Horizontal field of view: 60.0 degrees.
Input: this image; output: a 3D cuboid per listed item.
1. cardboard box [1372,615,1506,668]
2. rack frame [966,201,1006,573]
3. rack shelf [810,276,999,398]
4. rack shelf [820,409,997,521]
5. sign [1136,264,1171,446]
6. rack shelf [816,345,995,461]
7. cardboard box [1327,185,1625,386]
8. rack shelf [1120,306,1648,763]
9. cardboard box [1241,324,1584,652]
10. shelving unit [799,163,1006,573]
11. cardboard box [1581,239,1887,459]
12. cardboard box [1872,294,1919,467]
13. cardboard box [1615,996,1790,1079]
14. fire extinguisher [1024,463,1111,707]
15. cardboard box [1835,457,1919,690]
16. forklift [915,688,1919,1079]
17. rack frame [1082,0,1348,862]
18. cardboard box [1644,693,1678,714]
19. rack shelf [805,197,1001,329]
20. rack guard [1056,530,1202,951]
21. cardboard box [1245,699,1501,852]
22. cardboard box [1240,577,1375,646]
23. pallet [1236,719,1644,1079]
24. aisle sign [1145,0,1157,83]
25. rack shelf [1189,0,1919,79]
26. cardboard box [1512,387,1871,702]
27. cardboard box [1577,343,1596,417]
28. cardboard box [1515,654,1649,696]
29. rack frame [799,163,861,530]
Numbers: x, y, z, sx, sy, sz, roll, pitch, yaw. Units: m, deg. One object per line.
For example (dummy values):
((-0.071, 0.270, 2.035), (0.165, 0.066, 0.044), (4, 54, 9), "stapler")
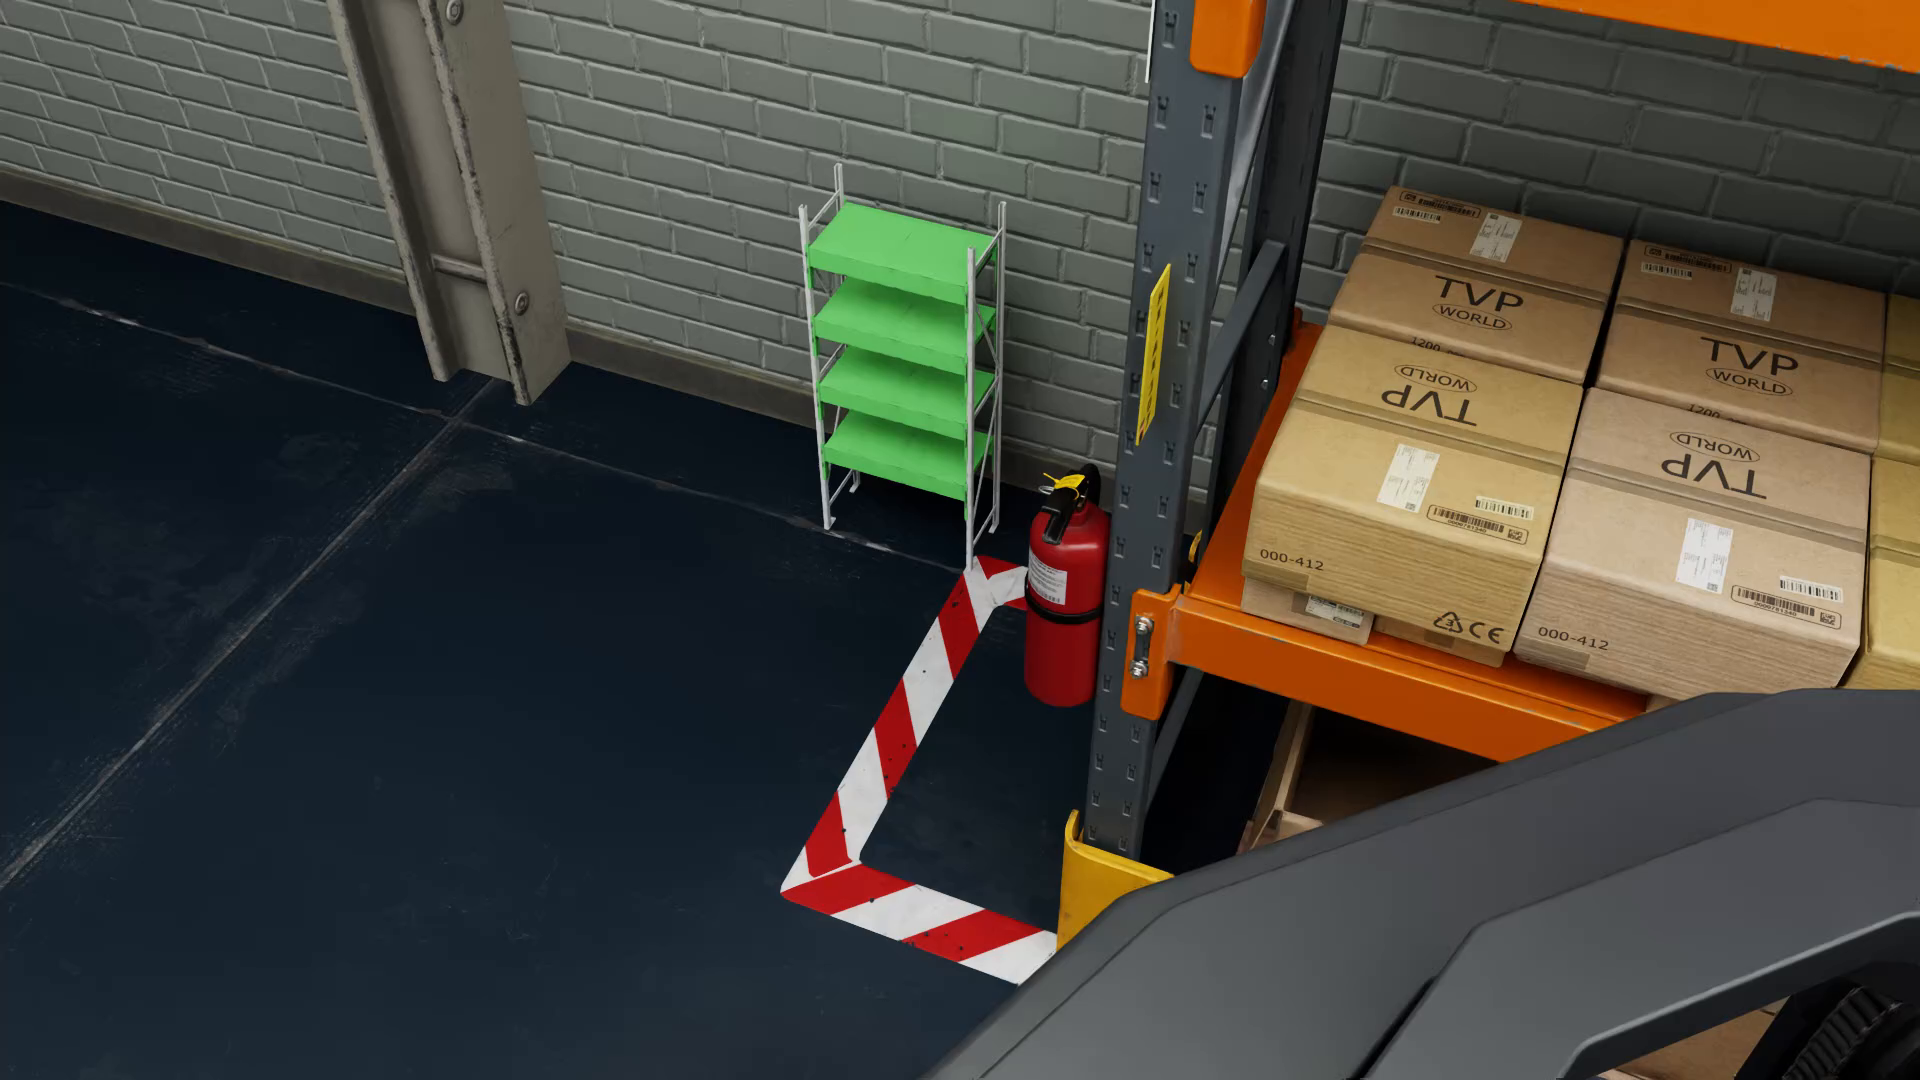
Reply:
((0.987, 0.039, 3.263), (0.250, 0.149, 0.380), (17, 47, 17), "cardboard box")
((0.072, -0.404, 4.805), (0.015, 1.200, 0.240), (16, 47, 16), "rack frame")
((-0.153, -0.595, 4.748), (0.480, 0.148, 0.258), (16, 47, 16), "rack shelf")
((-0.153, -0.255, 5.086), (0.480, 0.148, 0.258), (16, 47, 16), "rack shelf")
((0.328, -0.311, 2.822), (0.005, 0.325, 0.100), (16, 47, 16), "sign")
((-0.153, -0.425, 4.917), (0.480, 0.148, 0.258), (16, 47, 16), "rack shelf")
((1.064, -0.457, 3.478), (0.500, 0.250, 0.500), (18, 48, 17), "cardboard box")
((2.383, 0.441, 3.190), (4.000, 0.370, 1.077), (16, 47, 16), "rack shelf")
((0.852, -0.111, 3.130), (0.500, 0.250, 0.500), (17, 47, 16), "cardboard box")
((-0.153, -0.470, 4.872), (0.503, 1.200, 0.258), (16, 47, 16), "shelving unit")
((1.539, -0.317, 3.337), (0.500, 0.250, 0.500), (17, 47, 16), "cardboard box")
((1.994, -0.179, 3.199), (0.500, 0.250, 0.500), (18, 48, 17), "cardboard box")
((1.839, 0.865, 3.728), (0.500, 0.500, 0.700), (18, 48, 17), "cardboard box")
((0.223, 0.063, 3.379), (0.183, 0.674, 0.296), (16, 47, 16), "fire extinguisher")
((1.786, 0.161, 2.857), (0.500, 0.250, 0.500), (16, 47, 15), "cardboard box")
((0.622, 1.647, 1.517), (1.130, 2.935, 3.031), (-15, 47, -15), "forklift")
((0.537, -0.357, 3.482), (0.127, 3.000, 1.000), (16, 47, 16), "rack frame")
((1.453, 0.196, 3.105), (0.250, 0.149, 0.380), (18, 48, 17), "cardboard box")
((-0.153, -0.765, 4.579), (0.480, 0.148, 0.258), (16, 47, 16), "rack shelf")
((0.607, 0.549, 4.343), (0.348, 0.500, 1.175), (16, 47, 16), "rack guard")
((1.065, 0.607, 3.986), (0.637, 0.503, 0.797), (15, 47, 14), "cardboard box")
((0.735, 0.000, 3.302), (0.250, 0.149, 0.380), (16, 47, 16), "cardboard box")
((1.343, 0.868, 4.228), (1.213, 0.211, 1.003), (16, 47, 16), "pallet")
((0.361, -1.106, 2.392), (0.004, 0.787, 0.394), (16, 47, 16), "aisle sign")
((2.383, -0.622, 2.132), (4.000, 0.370, 1.077), (16, 47, 16), "rack shelf")
((1.317, 0.026, 2.993), (0.500, 0.250, 0.500), (17, 47, 16), "cardboard box")
((1.434, -0.228, 3.530), (0.250, 0.149, 0.380), (15, 47, 15), "cardboard box")
((1.243, 0.087, 3.214), (0.250, 0.149, 0.380), (16, 47, 15), "cardboard box")
((-0.378, -0.537, 4.939), (0.015, 1.200, 0.240), (16, 47, 16), "rack frame")
